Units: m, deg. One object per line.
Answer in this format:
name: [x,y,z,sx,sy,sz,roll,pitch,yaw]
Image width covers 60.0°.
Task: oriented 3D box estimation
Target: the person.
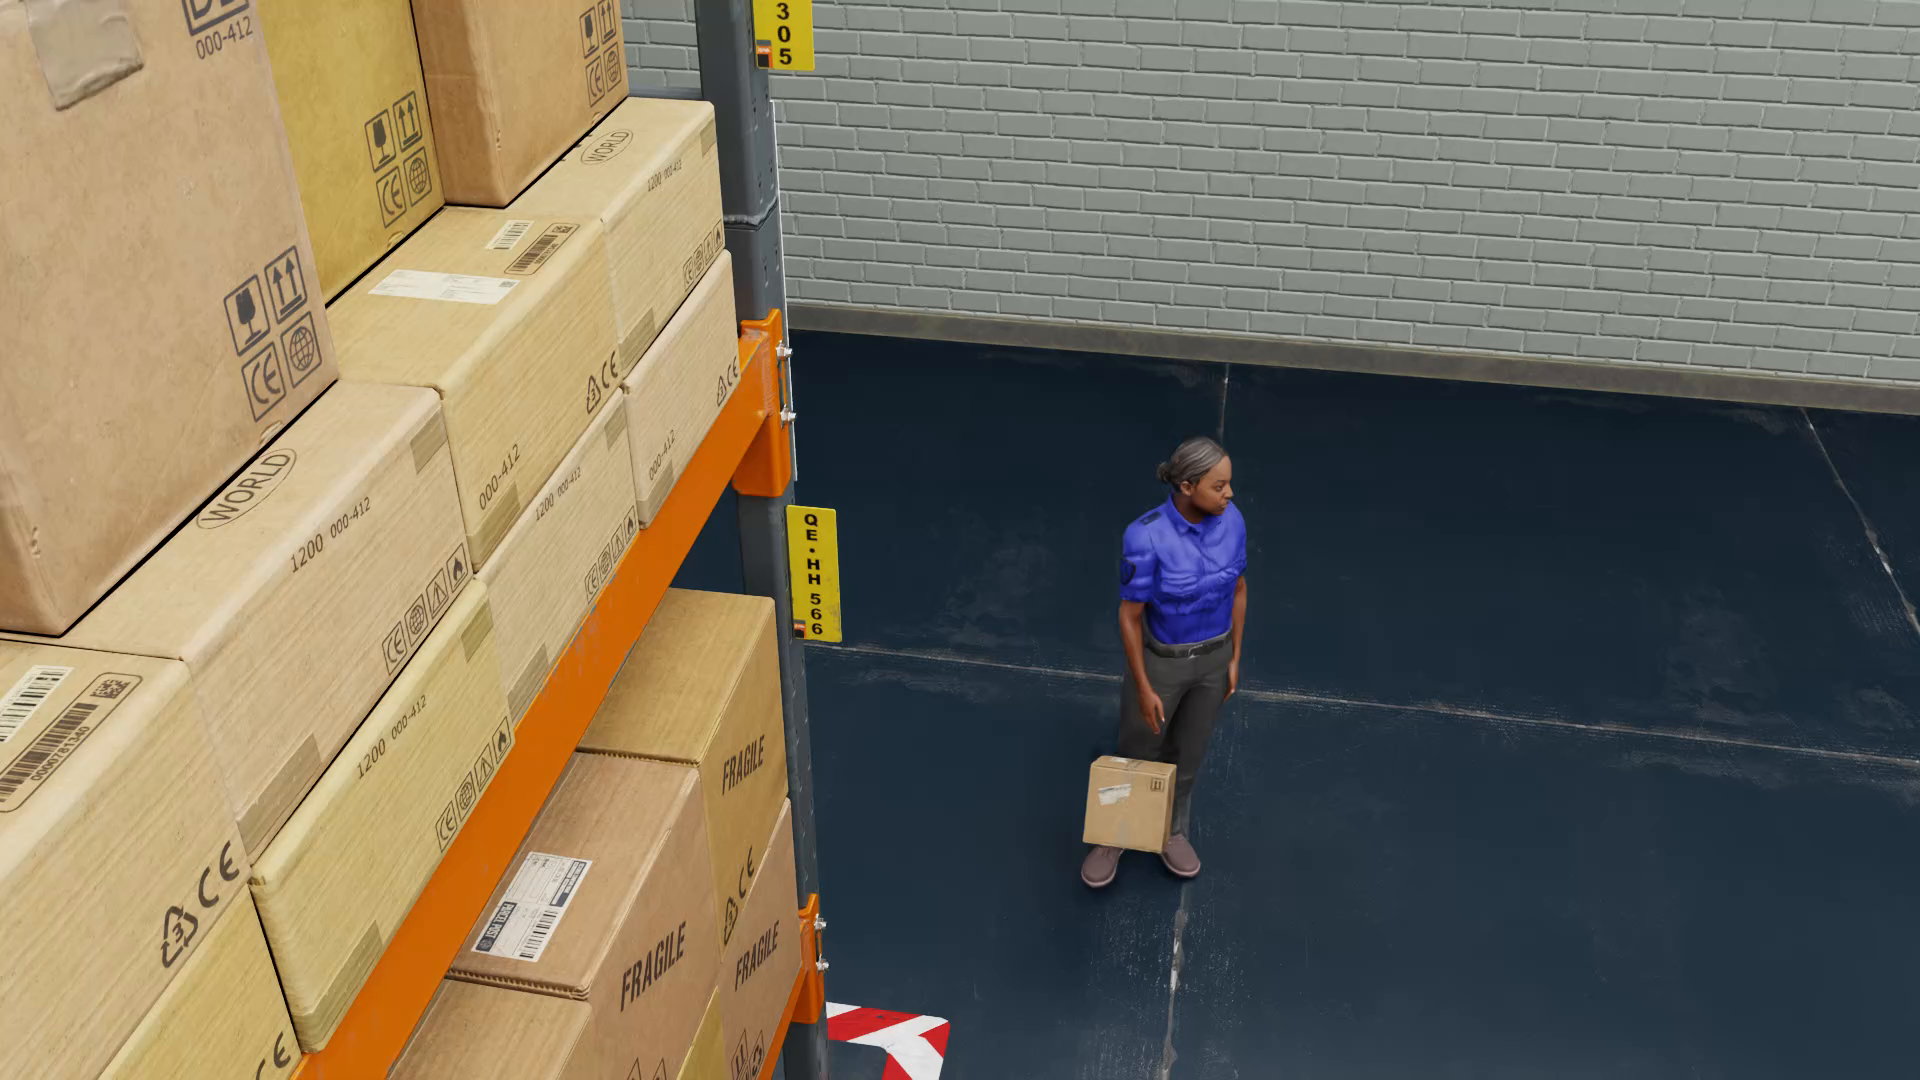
person: [0.691,0.441,5.442,0.568,1.655,0.355,-12,35,-19]
